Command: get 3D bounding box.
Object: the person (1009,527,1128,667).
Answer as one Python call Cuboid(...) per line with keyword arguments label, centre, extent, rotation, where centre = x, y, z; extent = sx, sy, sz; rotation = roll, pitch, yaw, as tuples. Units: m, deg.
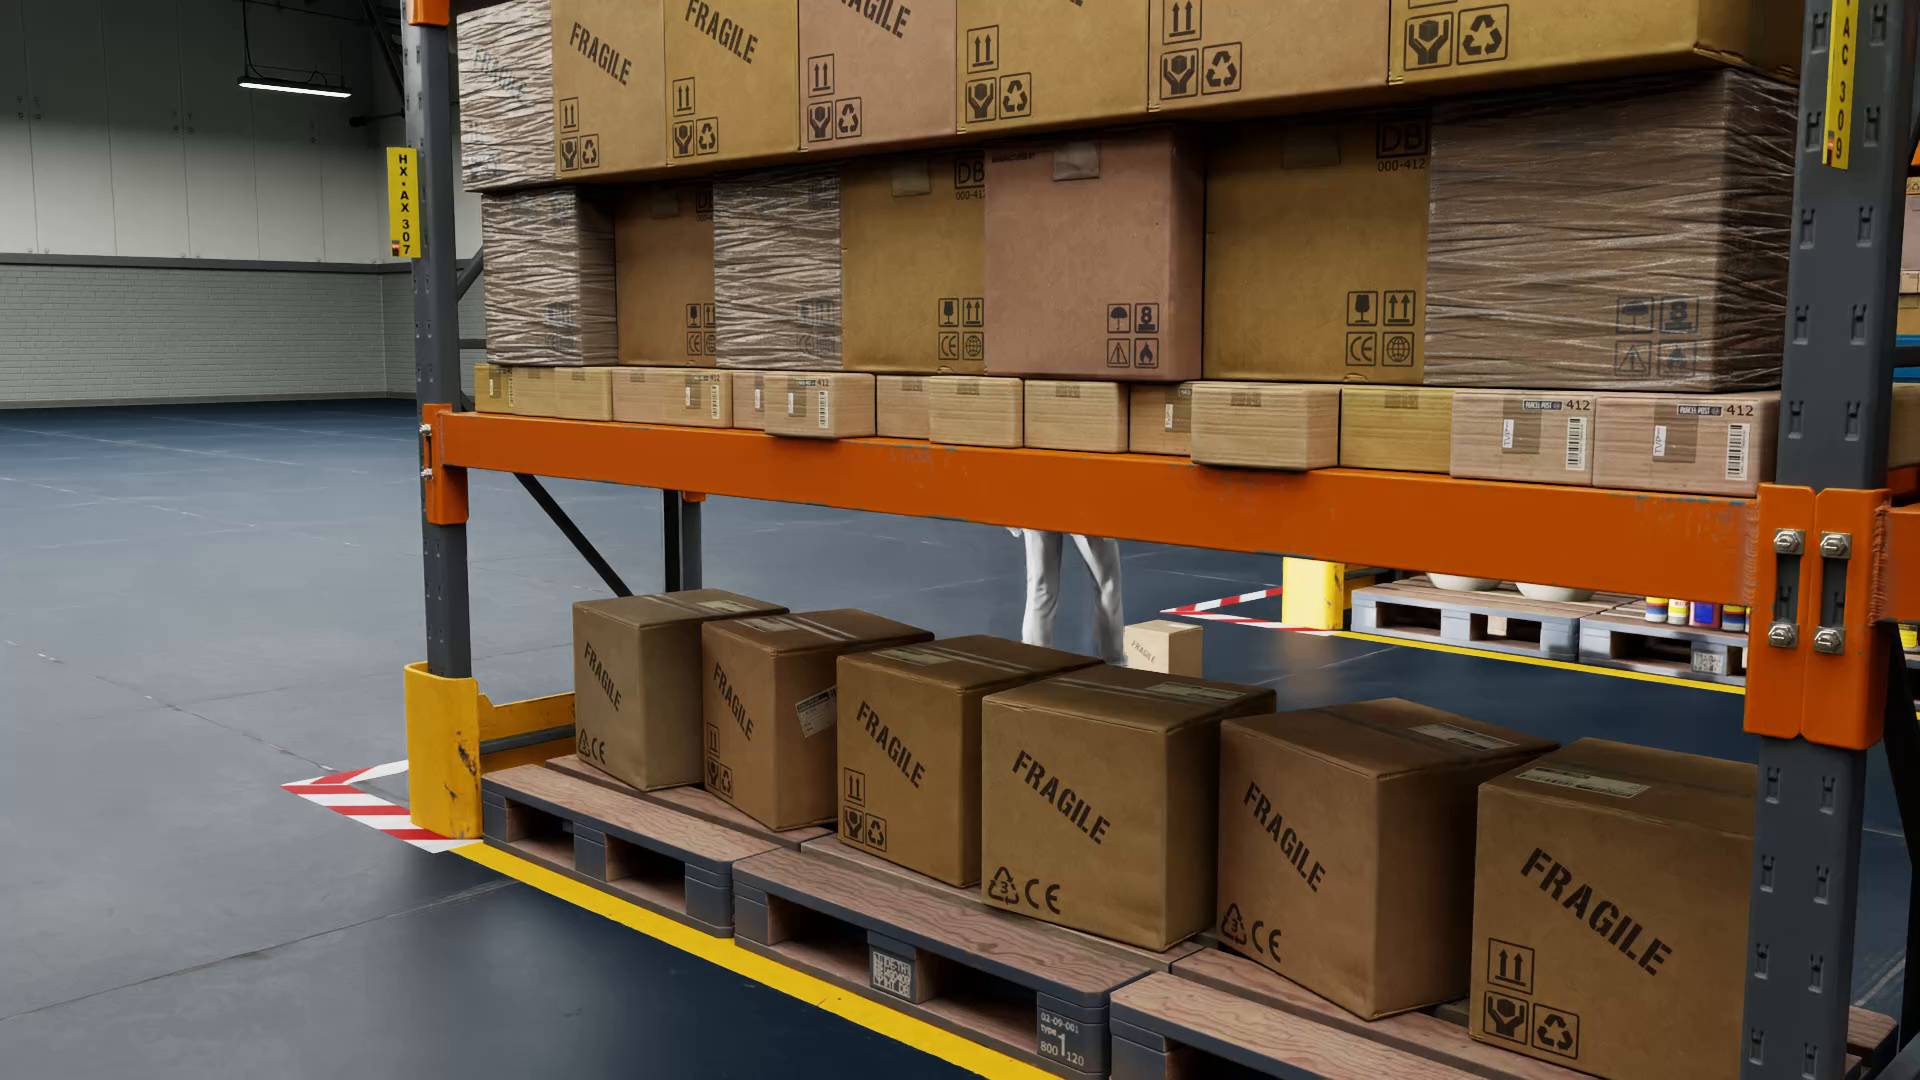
Cuboid(label="person", centre=(0.475, -0.150, 6.932), extent=(0.513, 1.692, 0.570), rotation=(4, 8, 30))
